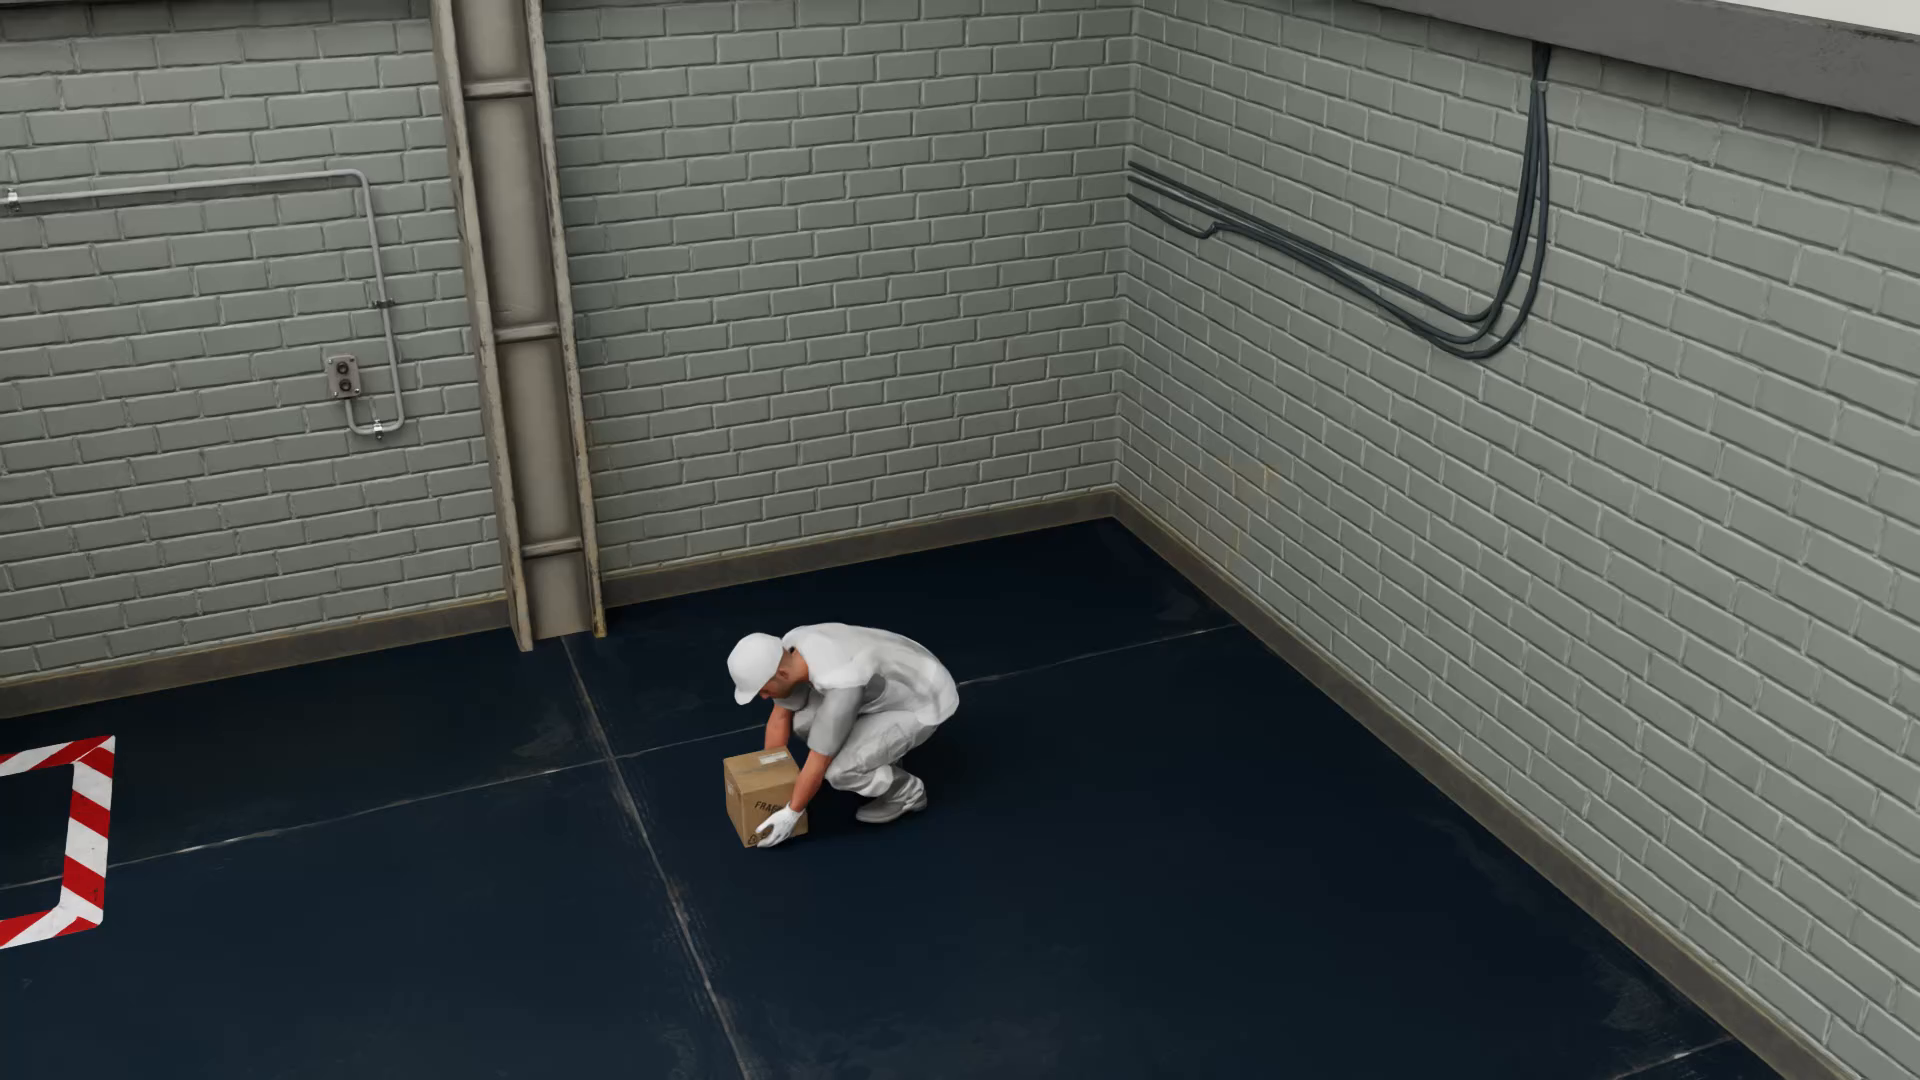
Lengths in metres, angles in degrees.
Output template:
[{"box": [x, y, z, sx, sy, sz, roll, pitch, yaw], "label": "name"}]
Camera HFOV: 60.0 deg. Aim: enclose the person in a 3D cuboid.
[{"box": [-0.440, 0.653, 6.305, 0.890, 0.860, 0.563, -10, 28, -20], "label": "person"}]
